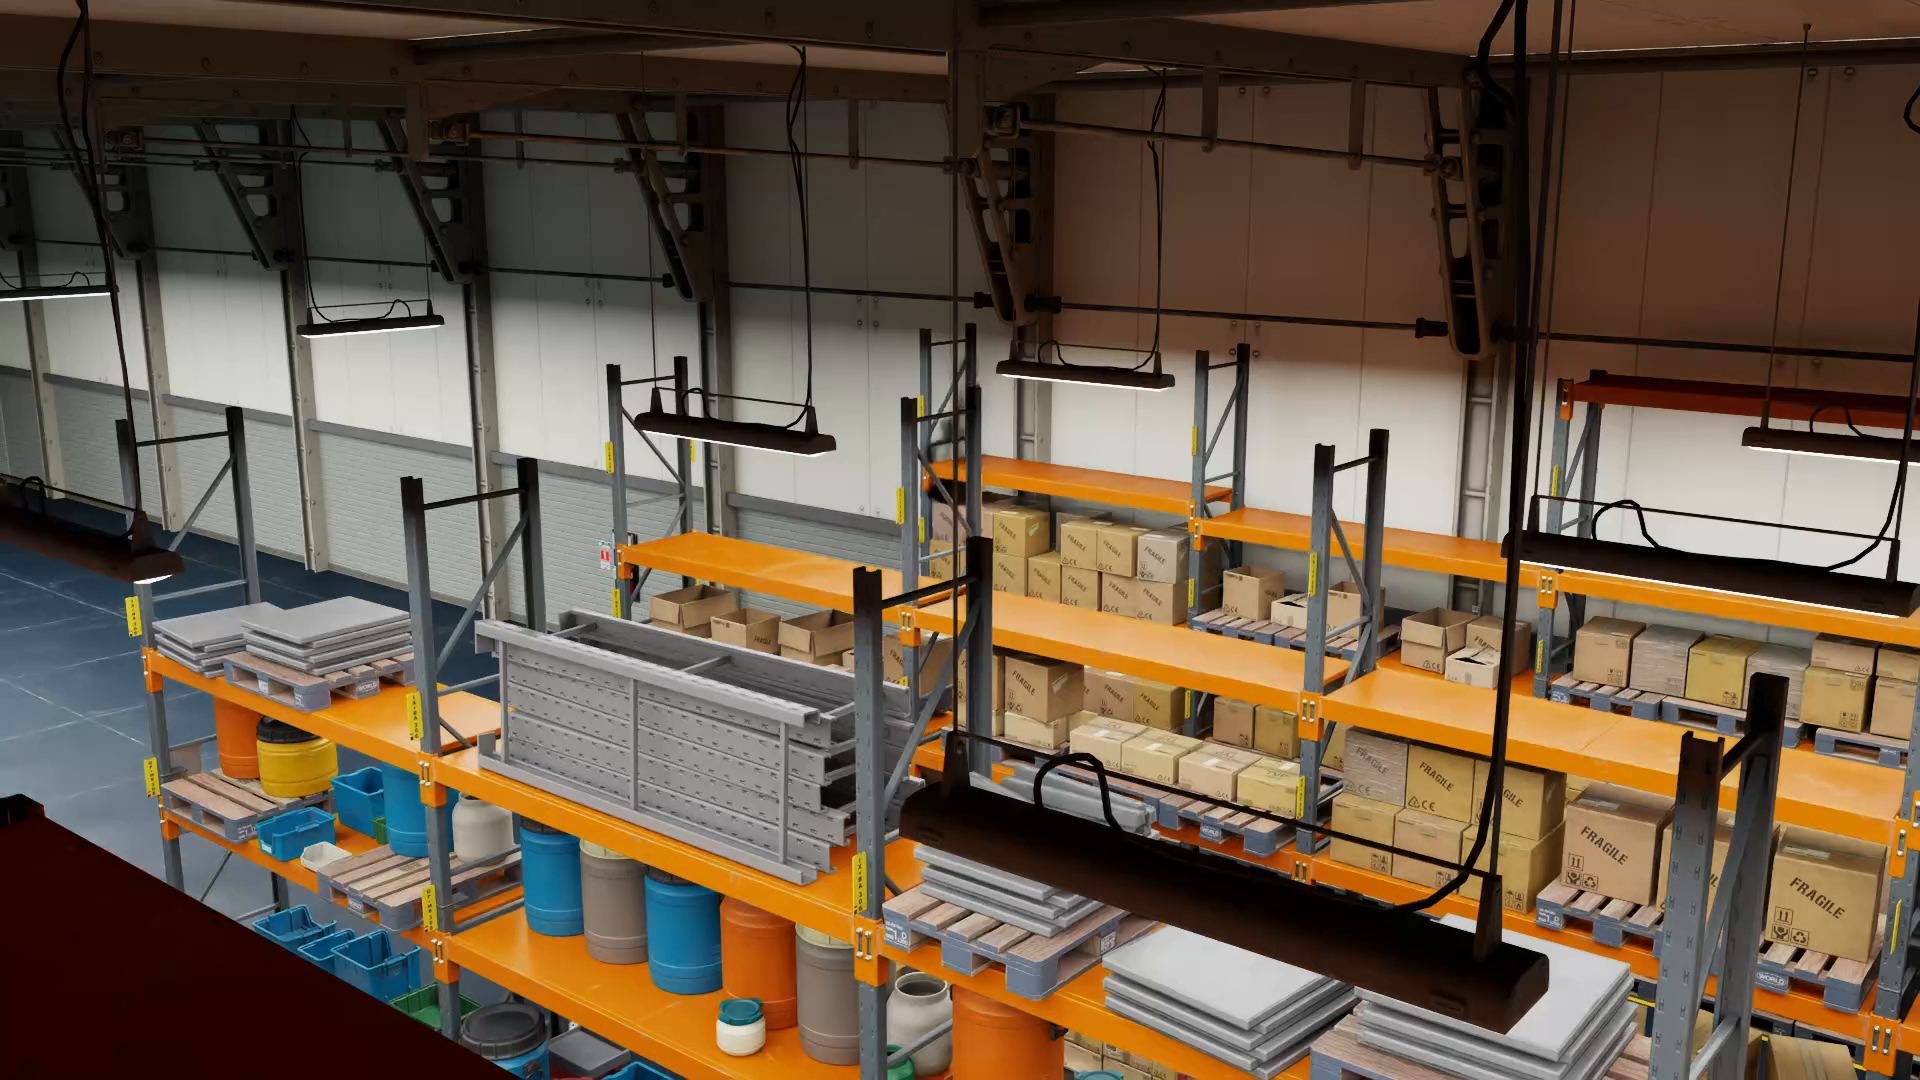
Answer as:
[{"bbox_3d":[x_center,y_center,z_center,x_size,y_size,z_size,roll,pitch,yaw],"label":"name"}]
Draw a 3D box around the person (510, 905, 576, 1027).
[{"bbox_3d":[-3.946,3.875,15.472,0.928,1.602,0.563,2,13,10],"label":"person"}]
